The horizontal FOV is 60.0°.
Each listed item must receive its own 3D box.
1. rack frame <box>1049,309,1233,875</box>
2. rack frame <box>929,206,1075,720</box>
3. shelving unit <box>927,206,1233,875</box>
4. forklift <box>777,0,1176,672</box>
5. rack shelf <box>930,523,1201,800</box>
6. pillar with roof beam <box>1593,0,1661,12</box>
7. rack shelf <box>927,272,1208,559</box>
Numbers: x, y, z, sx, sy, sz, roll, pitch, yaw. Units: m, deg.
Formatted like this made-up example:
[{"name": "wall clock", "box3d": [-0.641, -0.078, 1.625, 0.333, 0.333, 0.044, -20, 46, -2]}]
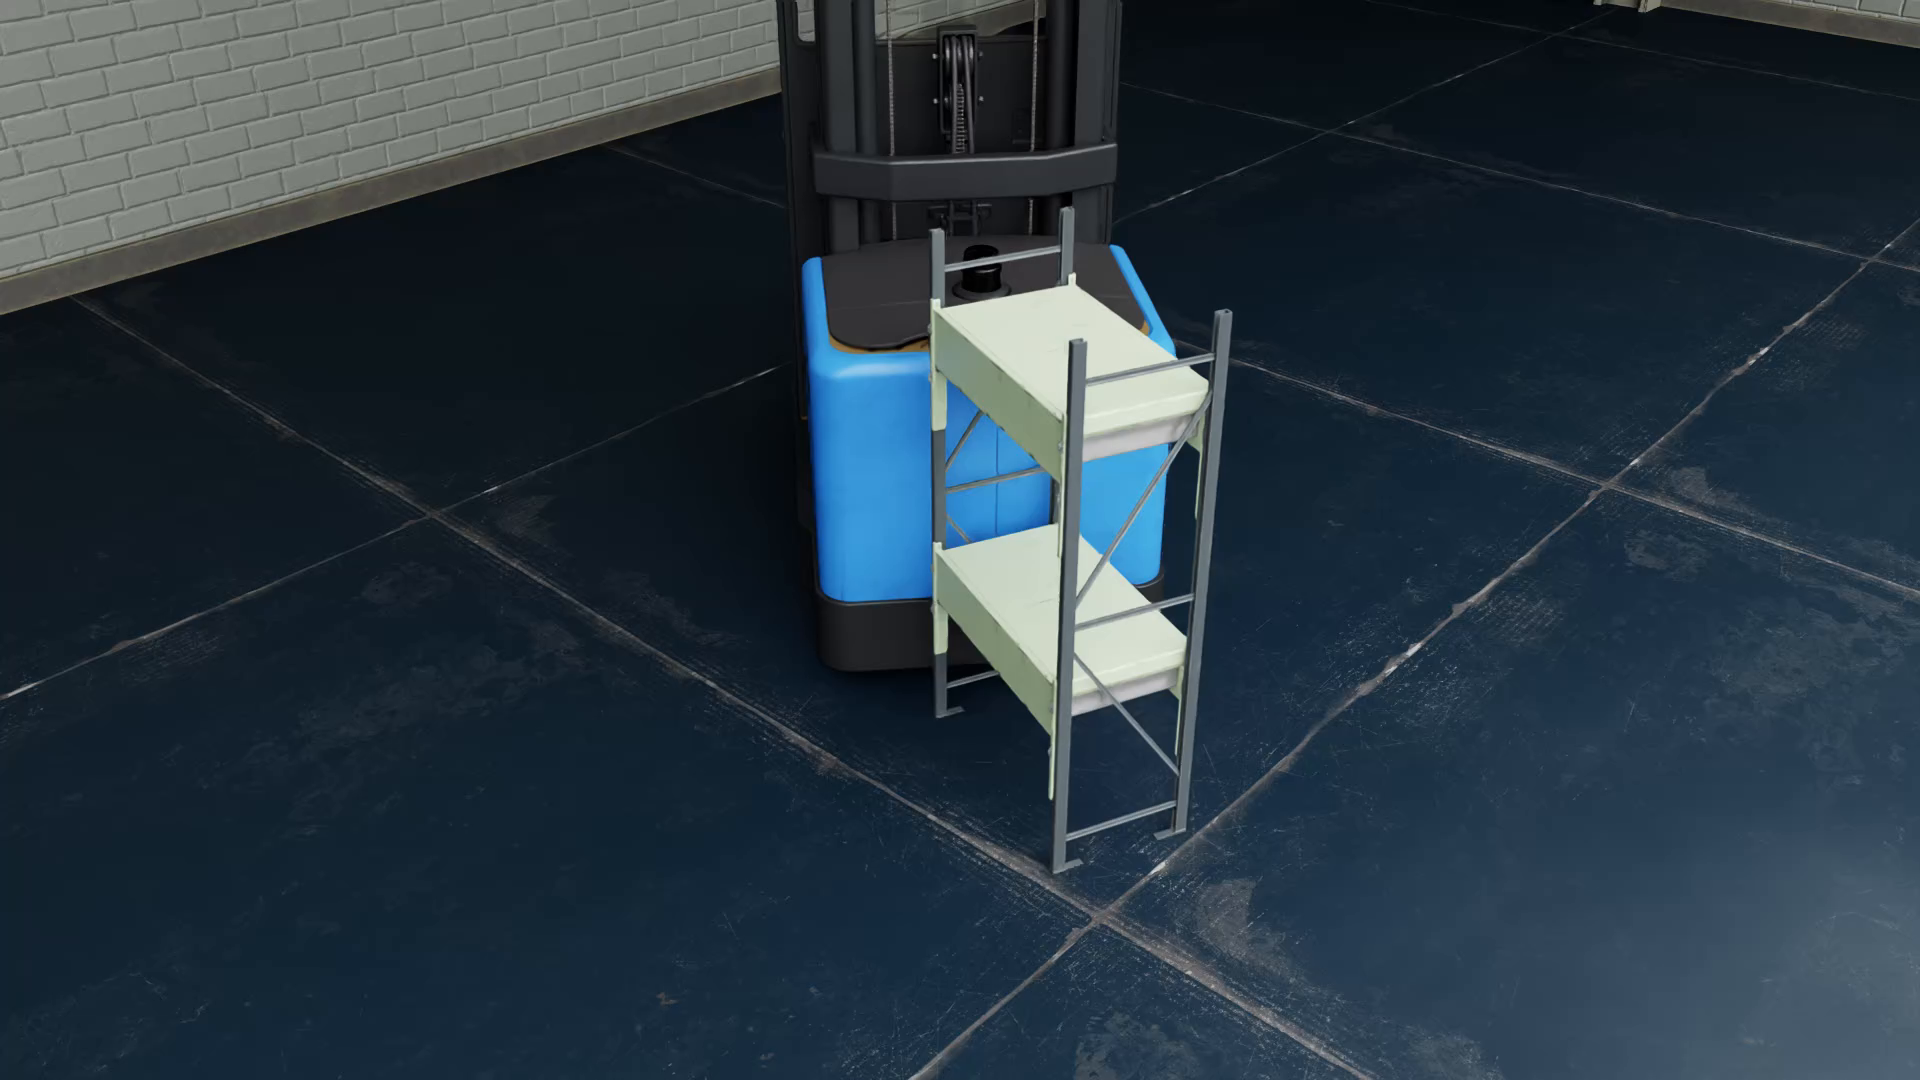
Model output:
[{"name": "rack frame", "box3d": [0.418, 0.177, 4.001, 0.400, 1.500, 0.023, -14, 34, -21]}, {"name": "rack frame", "box3d": [0.108, -0.164, 4.569, 0.400, 1.500, 0.023, -14, 34, -21]}, {"name": "shelving unit", "box3d": [0.263, 0.006, 4.285, 0.431, 1.500, 0.755, -14, 34, -21]}, {"name": "forklift", "box3d": [-0.060, -1.601, 5.568, 1.130, 2.935, 3.031, -3, 31, -5]}, {"name": "rack shelf", "box3d": [0.263, 0.286, 4.453, 0.431, 0.370, 0.720, -14, 34, -21]}, {"name": "pillar with roof beam", "box3d": [2.071, -6.192, 7.310, 0.400, 9.000, 9.100, 25, 39, 35]}, {"name": "rack shelf", "box3d": [0.263, -0.328, 4.084, 0.431, 0.370, 0.720, -14, 34, -21]}]
